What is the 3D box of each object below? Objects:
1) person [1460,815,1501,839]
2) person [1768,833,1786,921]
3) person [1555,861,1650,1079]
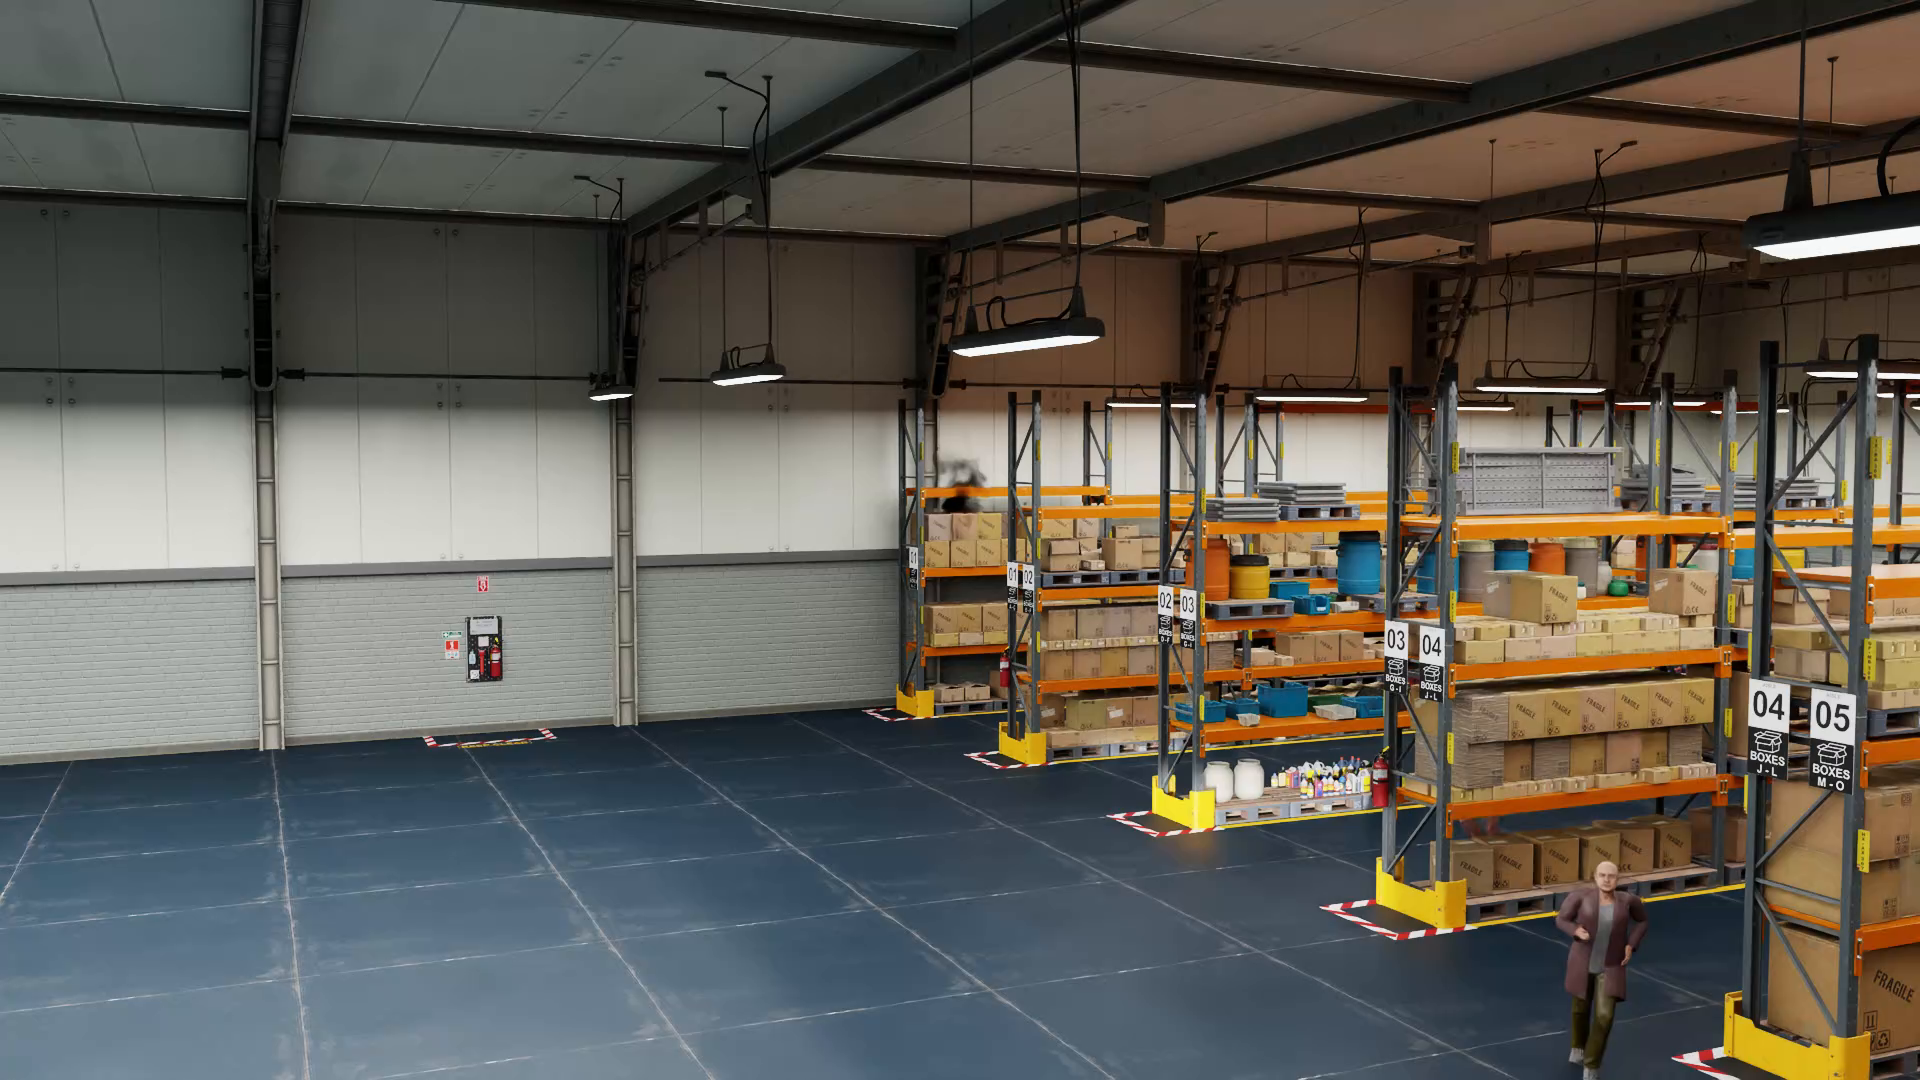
[{"bbox_3d":[6.405,3.105,20.277,0.623,1.576,0.560,-2,4,-30],"label":"person"},{"bbox_3d":[7.937,3.338,15.711,0.924,1.829,0.678,-2,4,-30],"label":"person"},{"bbox_3d":[5.187,3.504,13.467,0.707,1.843,0.819,2,4,25],"label":"person"}]
